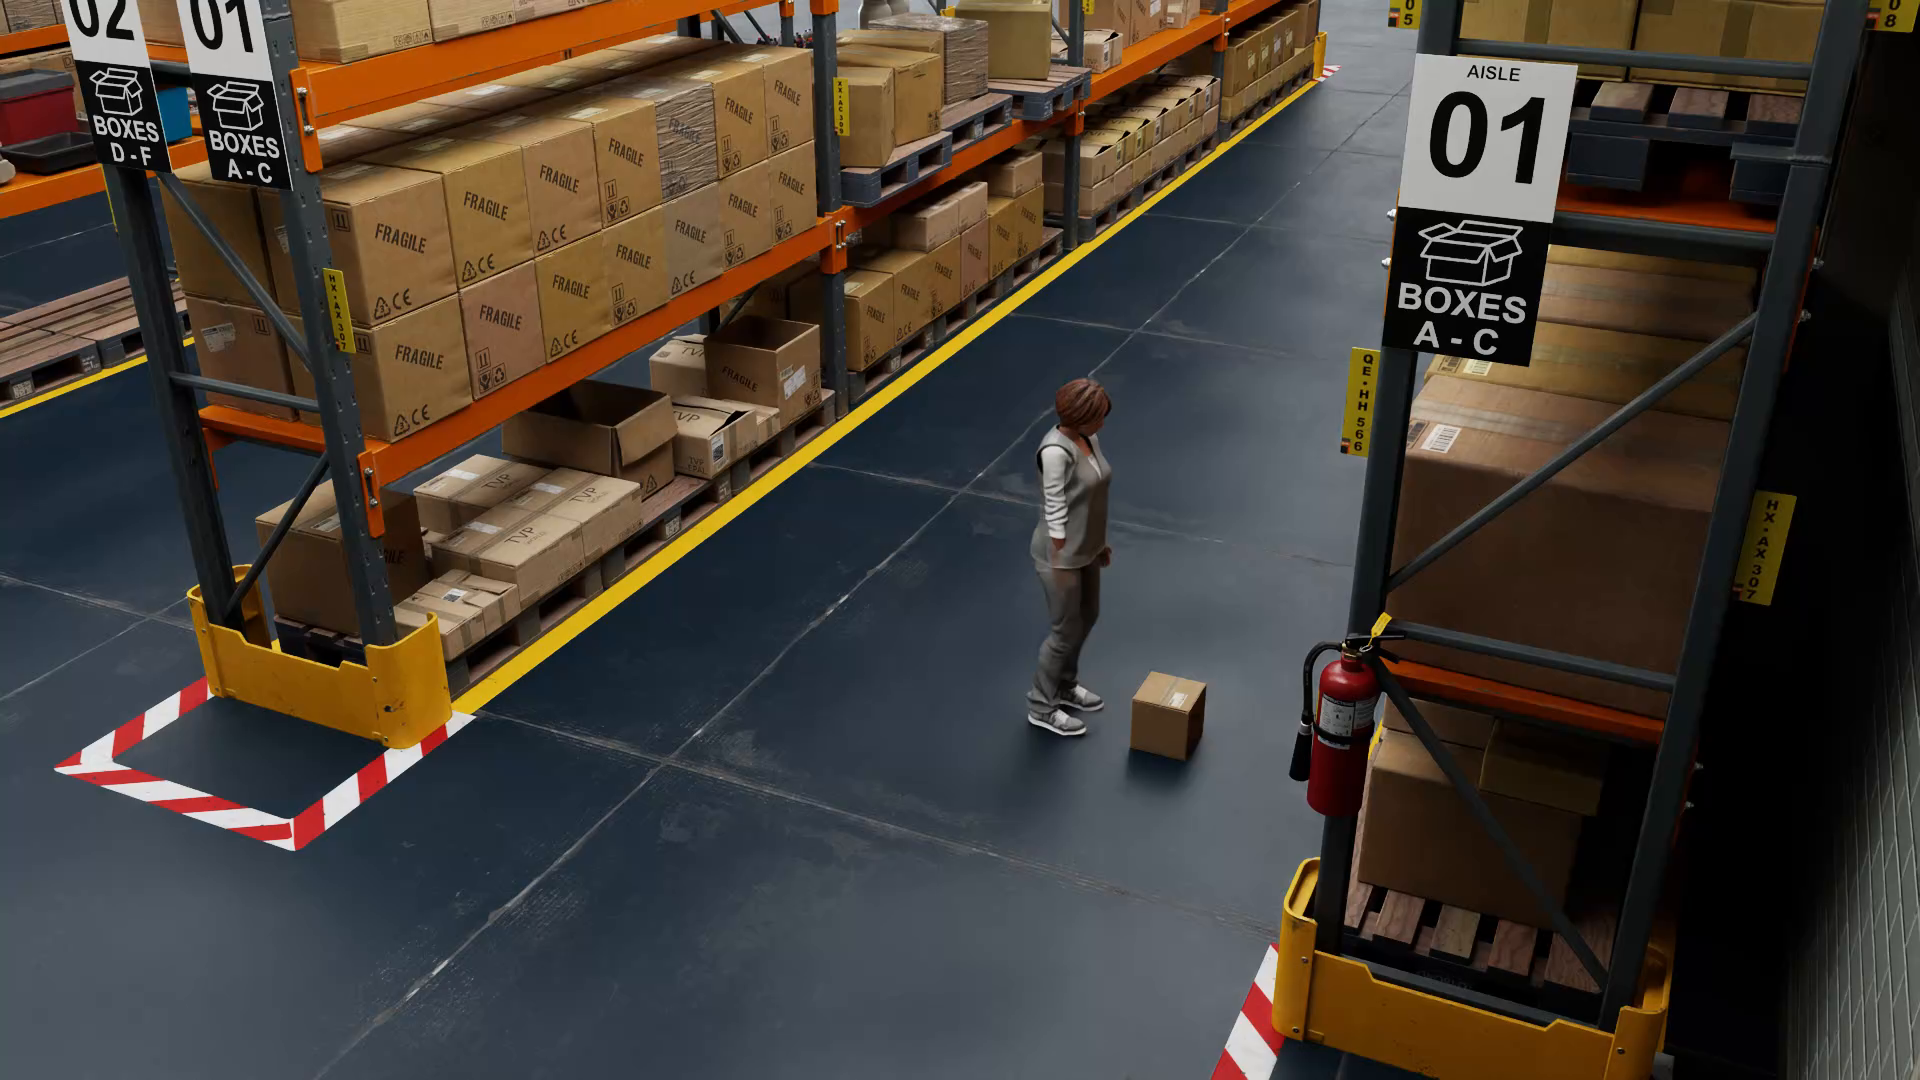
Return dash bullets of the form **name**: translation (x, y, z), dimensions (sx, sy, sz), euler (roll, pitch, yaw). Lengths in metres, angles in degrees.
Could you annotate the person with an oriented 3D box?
- **person**: translation (0.467, 0.063, 7.030), dimensions (0.302, 1.577, 0.409), euler (12, 29, 23)
